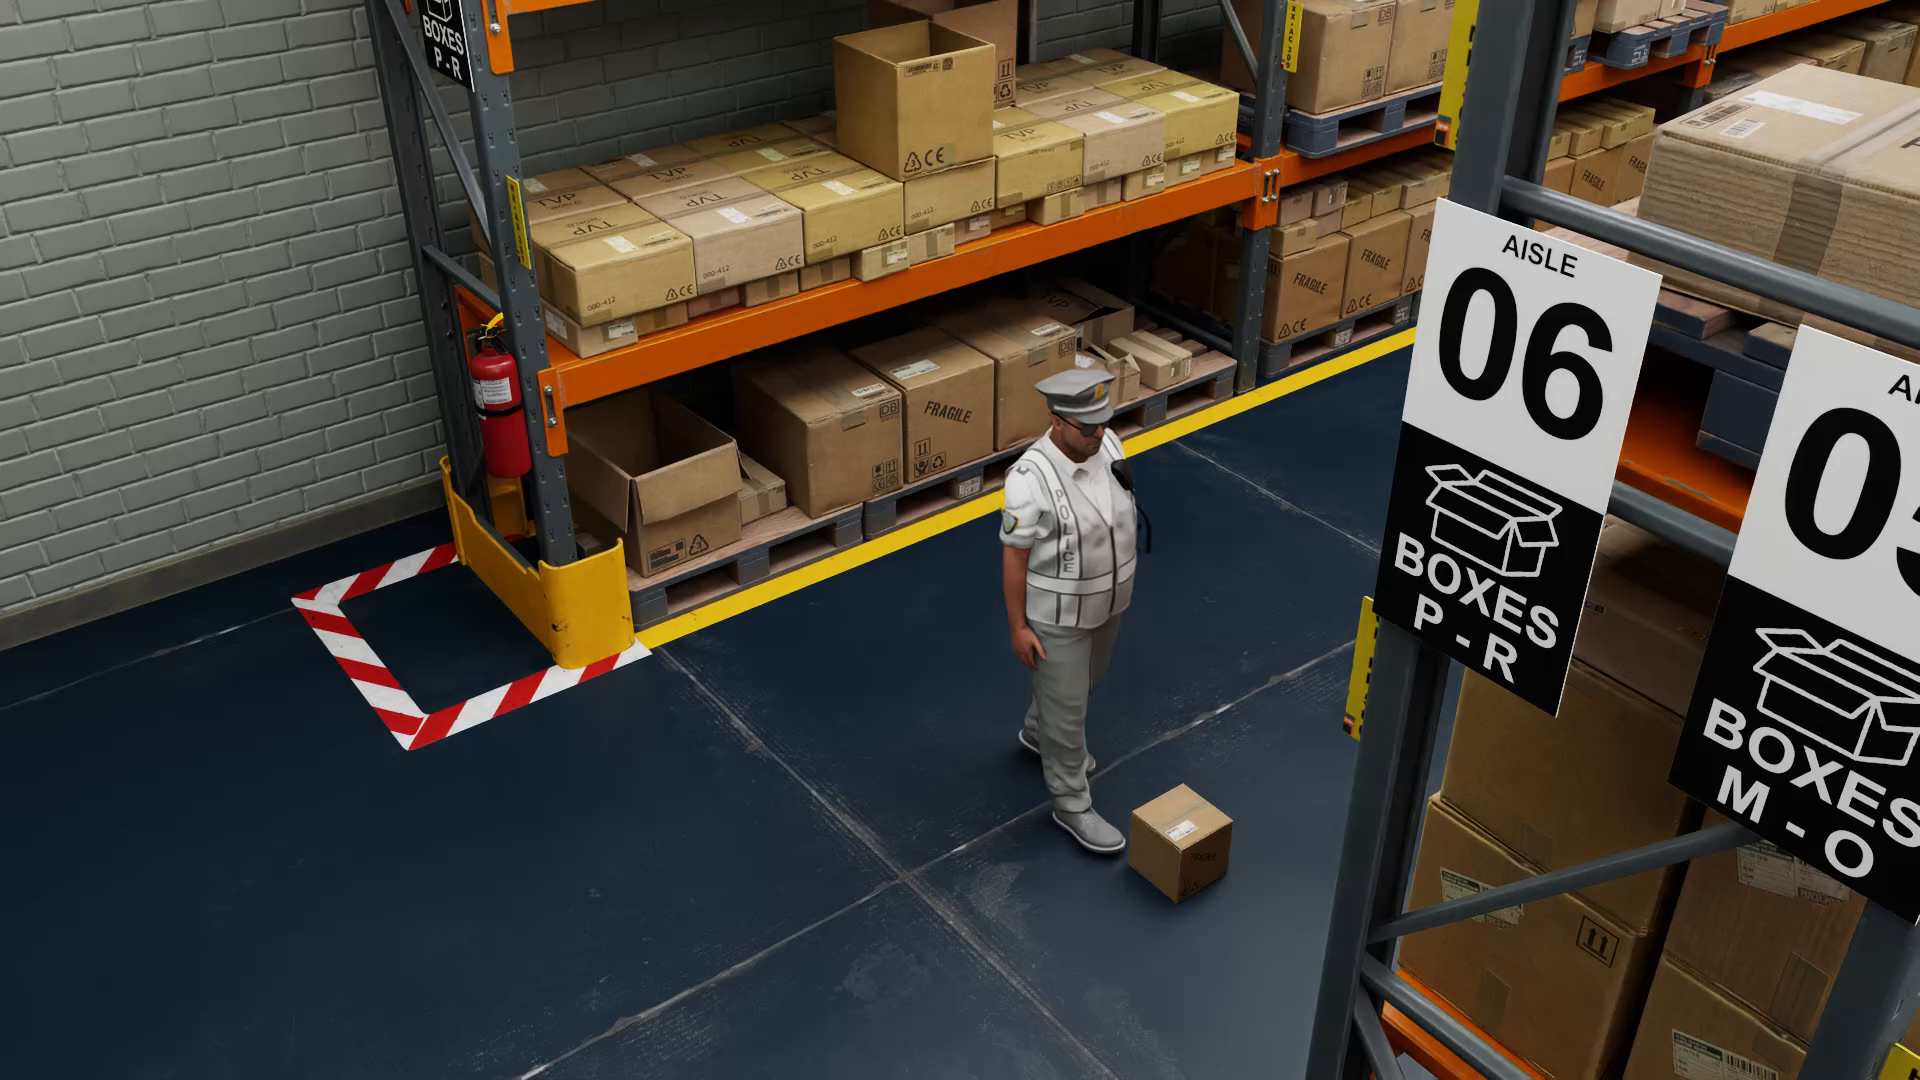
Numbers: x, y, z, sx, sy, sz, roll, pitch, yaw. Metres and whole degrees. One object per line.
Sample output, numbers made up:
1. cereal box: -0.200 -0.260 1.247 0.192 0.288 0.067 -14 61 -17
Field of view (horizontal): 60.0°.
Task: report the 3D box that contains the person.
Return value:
1. person: 0.414 0.223 5.753 0.550 1.760 0.701 -26 40 -35
